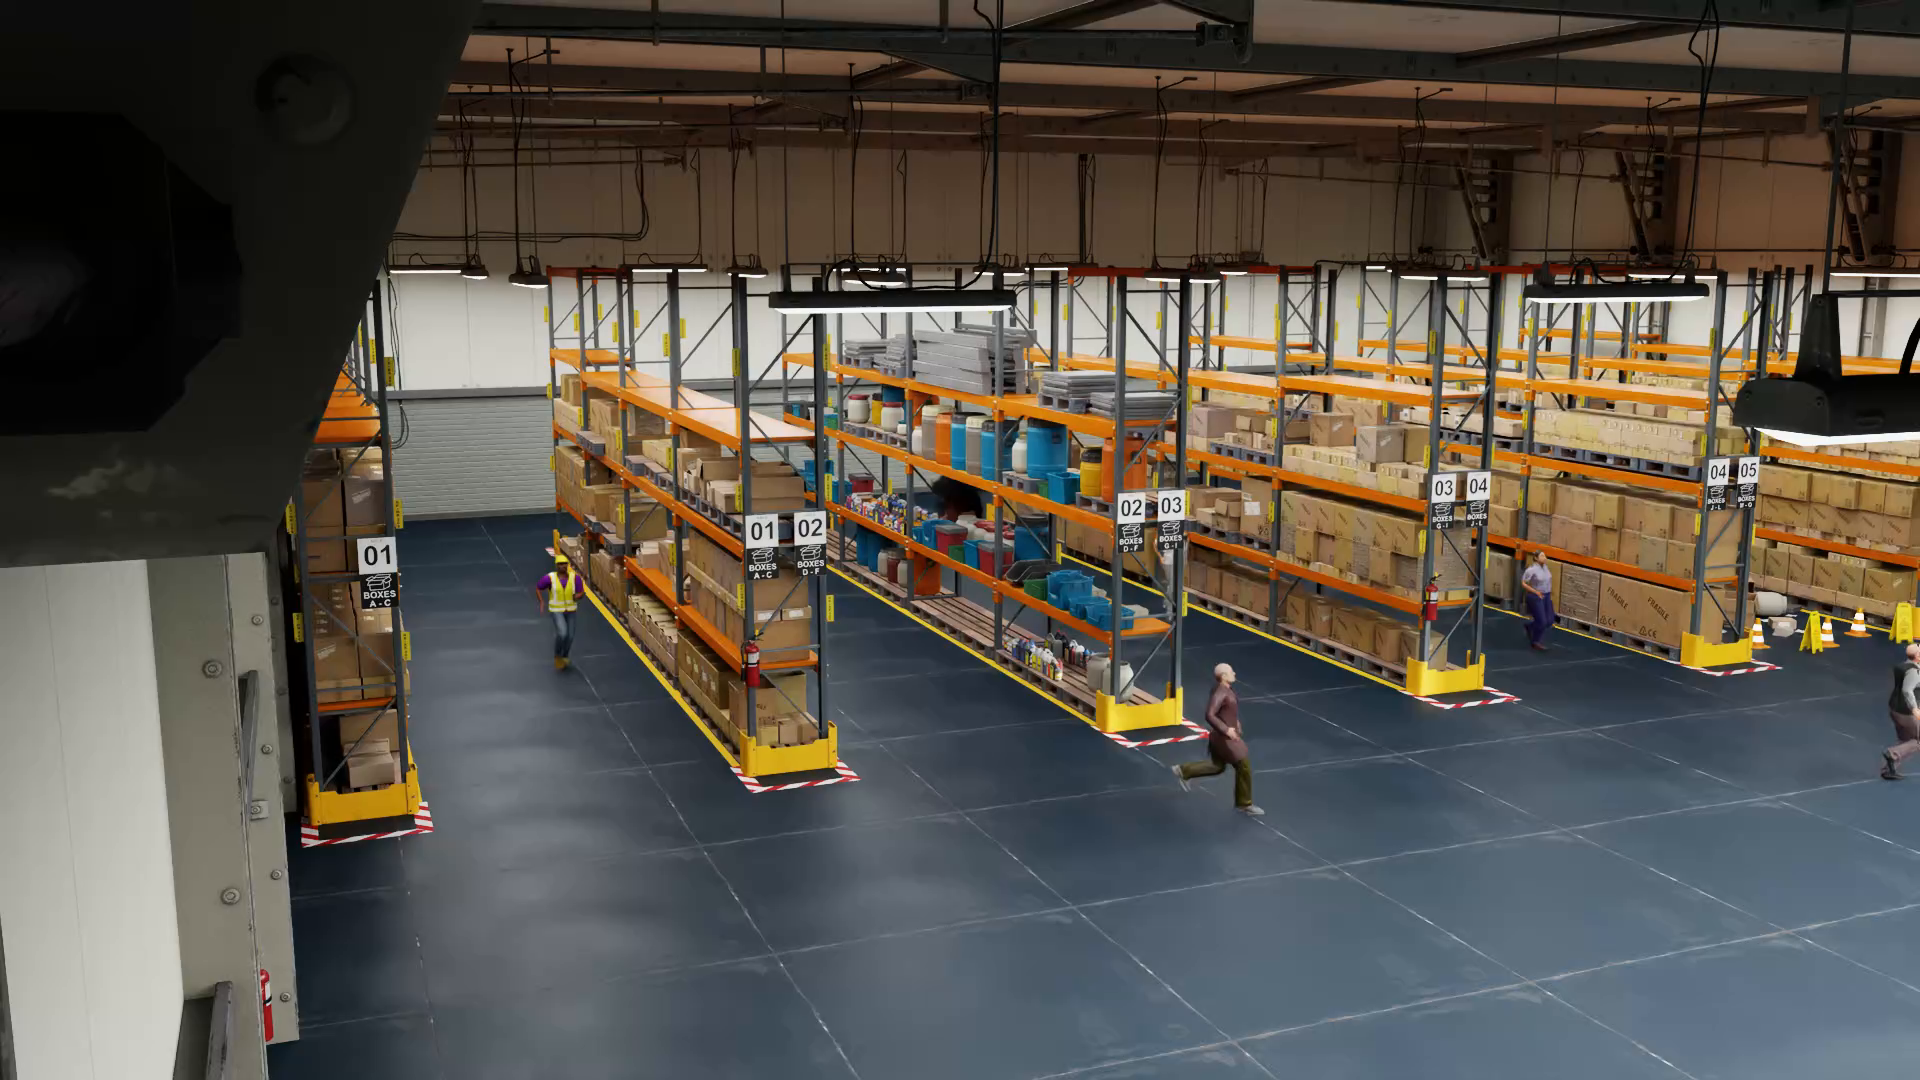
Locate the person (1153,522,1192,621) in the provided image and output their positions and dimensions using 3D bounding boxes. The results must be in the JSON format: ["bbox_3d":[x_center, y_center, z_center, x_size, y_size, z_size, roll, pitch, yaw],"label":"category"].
[{"bbox_3d":[3.584,0.480,27.610,0.575,1.774,0.680,-7,12,-35],"label":"person"}]

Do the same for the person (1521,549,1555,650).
[{"bbox_3d":[9.249,0.941,26.653,0.605,1.594,0.565,-6,12,-31],"label":"person"}]

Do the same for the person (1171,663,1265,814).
[{"bbox_3d":[2.943,2.255,18.839,1.066,1.766,0.693,0,10,0],"label":"person"}]

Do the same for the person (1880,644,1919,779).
[{"bbox_3d":[11.430,2.070,19.975,0.609,1.669,0.646,2,10,9],"label":"person"}]

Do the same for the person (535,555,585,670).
[{"bbox_3d":[-6.028,1.097,25.279,0.675,1.759,0.688,-6,12,-31],"label":"person"}]
